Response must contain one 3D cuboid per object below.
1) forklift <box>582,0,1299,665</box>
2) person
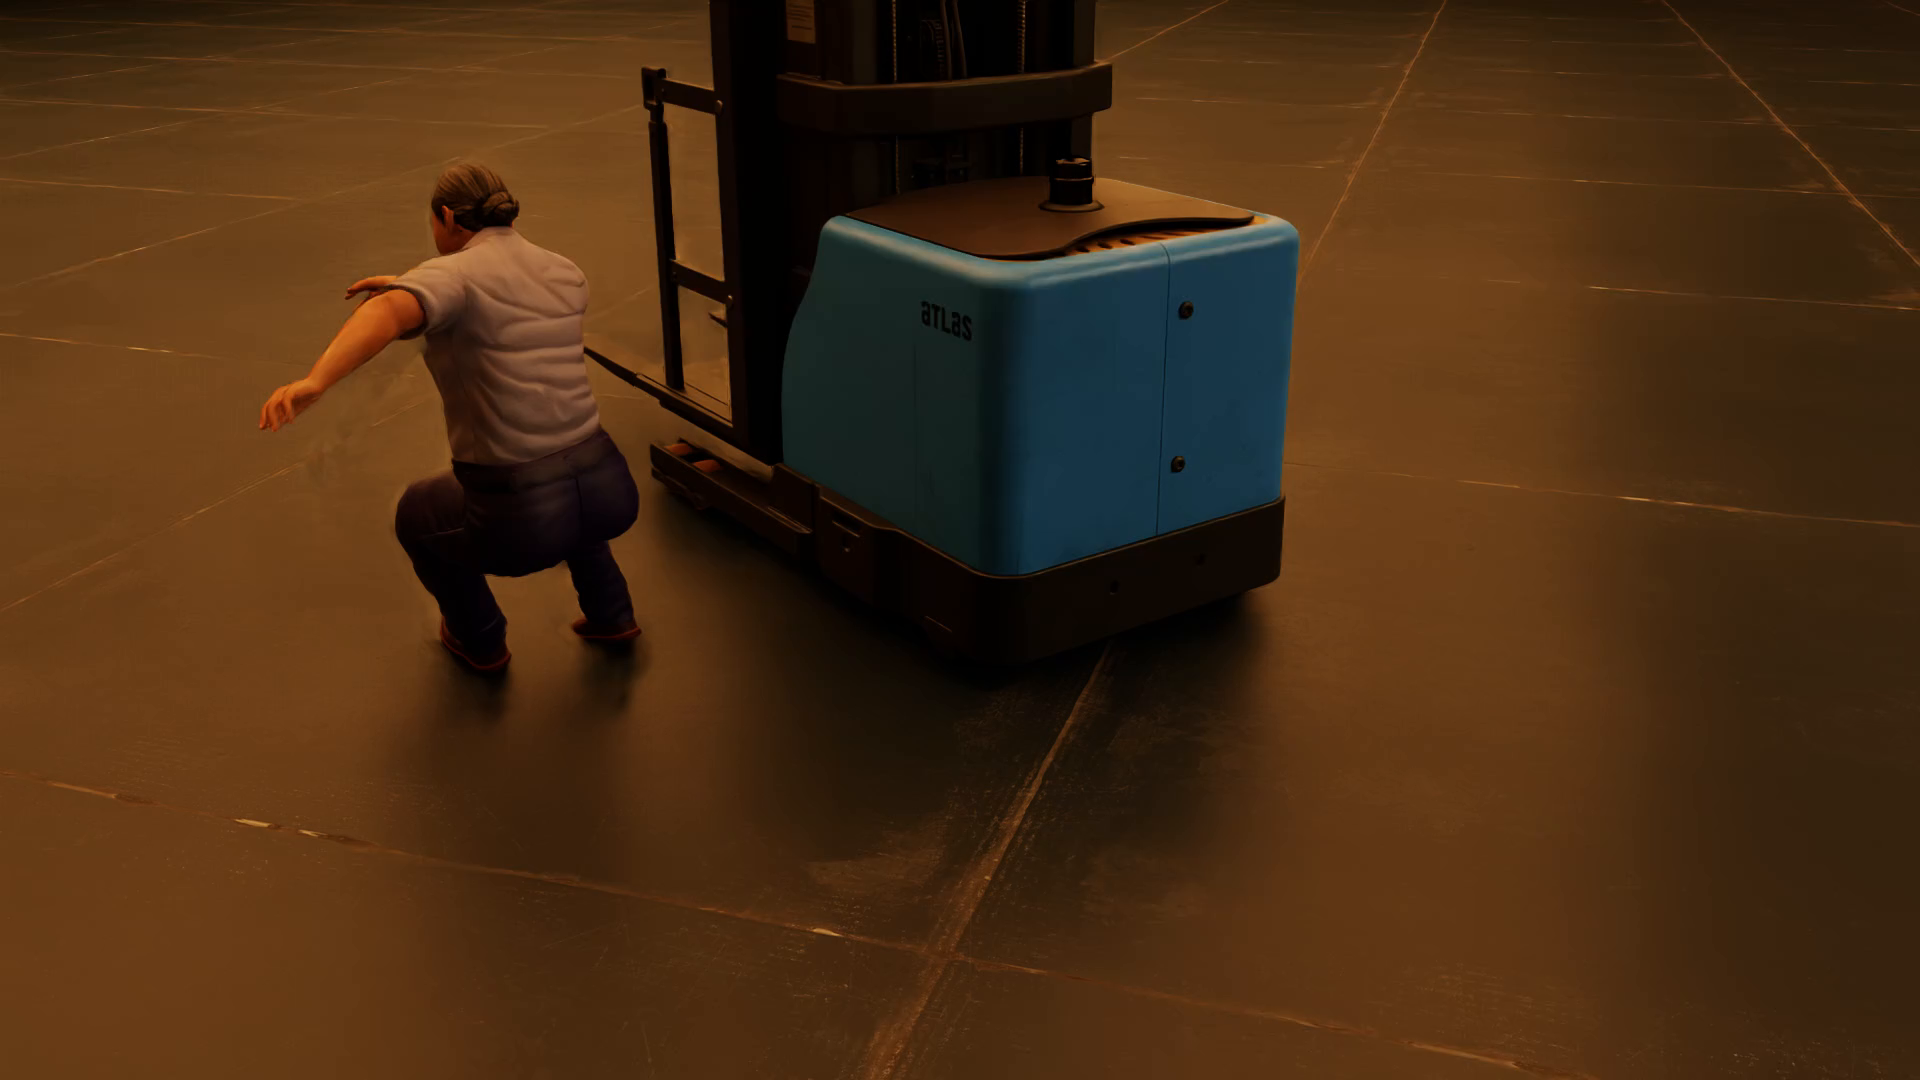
[{"bbox_3d":[-0.363,-1.543,5.017,1.130,2.935,3.031,-15,27,-33],"label":"forklift"},{"bbox_3d":[-1.201,-0.155,3.818,0.852,1.347,1.169,18,29,37],"label":"person"}]
